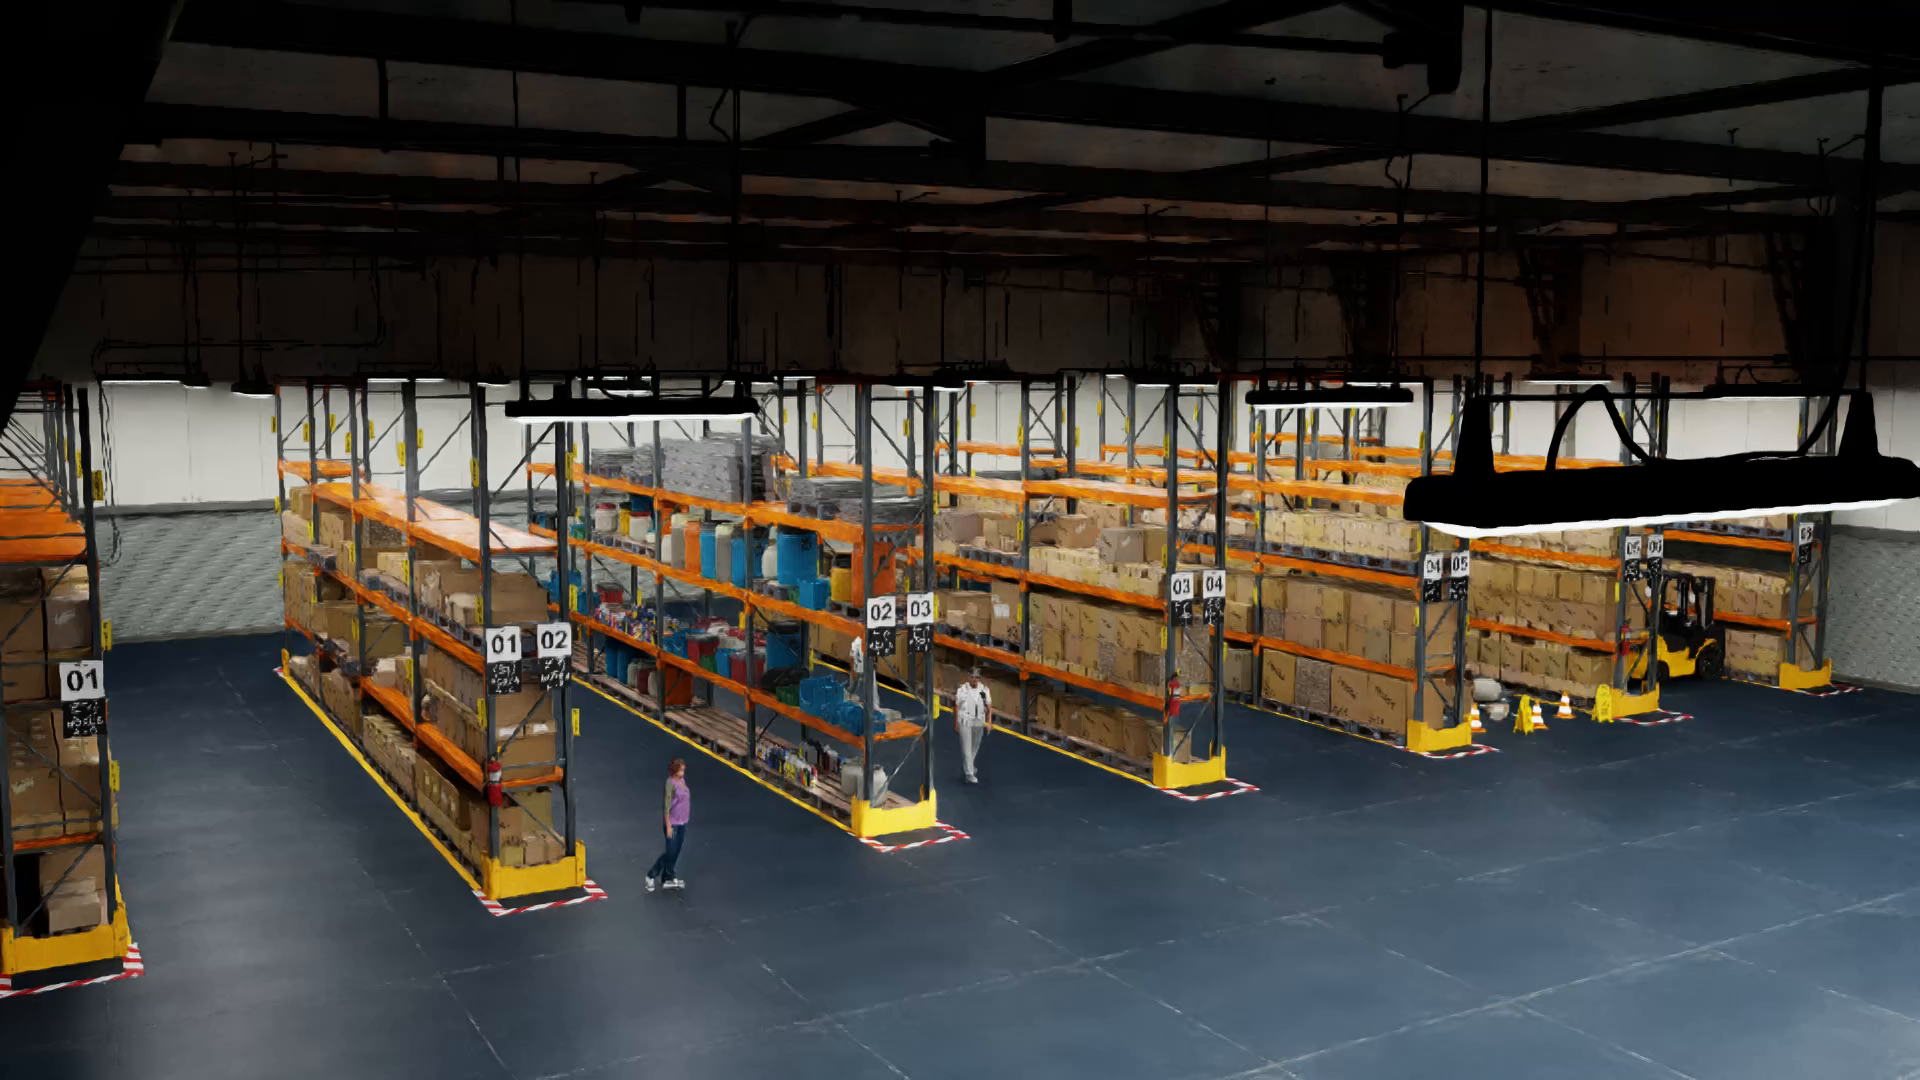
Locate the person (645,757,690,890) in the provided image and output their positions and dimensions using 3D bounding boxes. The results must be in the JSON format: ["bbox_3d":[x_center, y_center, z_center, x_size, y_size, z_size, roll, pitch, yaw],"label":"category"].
[{"bbox_3d":[-3.482,3.379,19.771,0.463,1.587,0.575,2,7,17],"label":"person"}]

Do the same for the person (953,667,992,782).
[{"bbox_3d":[0.206,2.731,25.016,0.534,1.705,1.041,-2,7,-20],"label":"person"}]

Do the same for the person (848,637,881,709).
[{"bbox_3d":[-1.724,2.297,29.590,0.497,1.582,1.070,-3,7,-28],"label":"person"}]

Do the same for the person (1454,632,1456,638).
[{"bbox_3d":[10.733,1.549,36.034,0.469,1.677,0.497,0,6,-1],"label":"person"}]
